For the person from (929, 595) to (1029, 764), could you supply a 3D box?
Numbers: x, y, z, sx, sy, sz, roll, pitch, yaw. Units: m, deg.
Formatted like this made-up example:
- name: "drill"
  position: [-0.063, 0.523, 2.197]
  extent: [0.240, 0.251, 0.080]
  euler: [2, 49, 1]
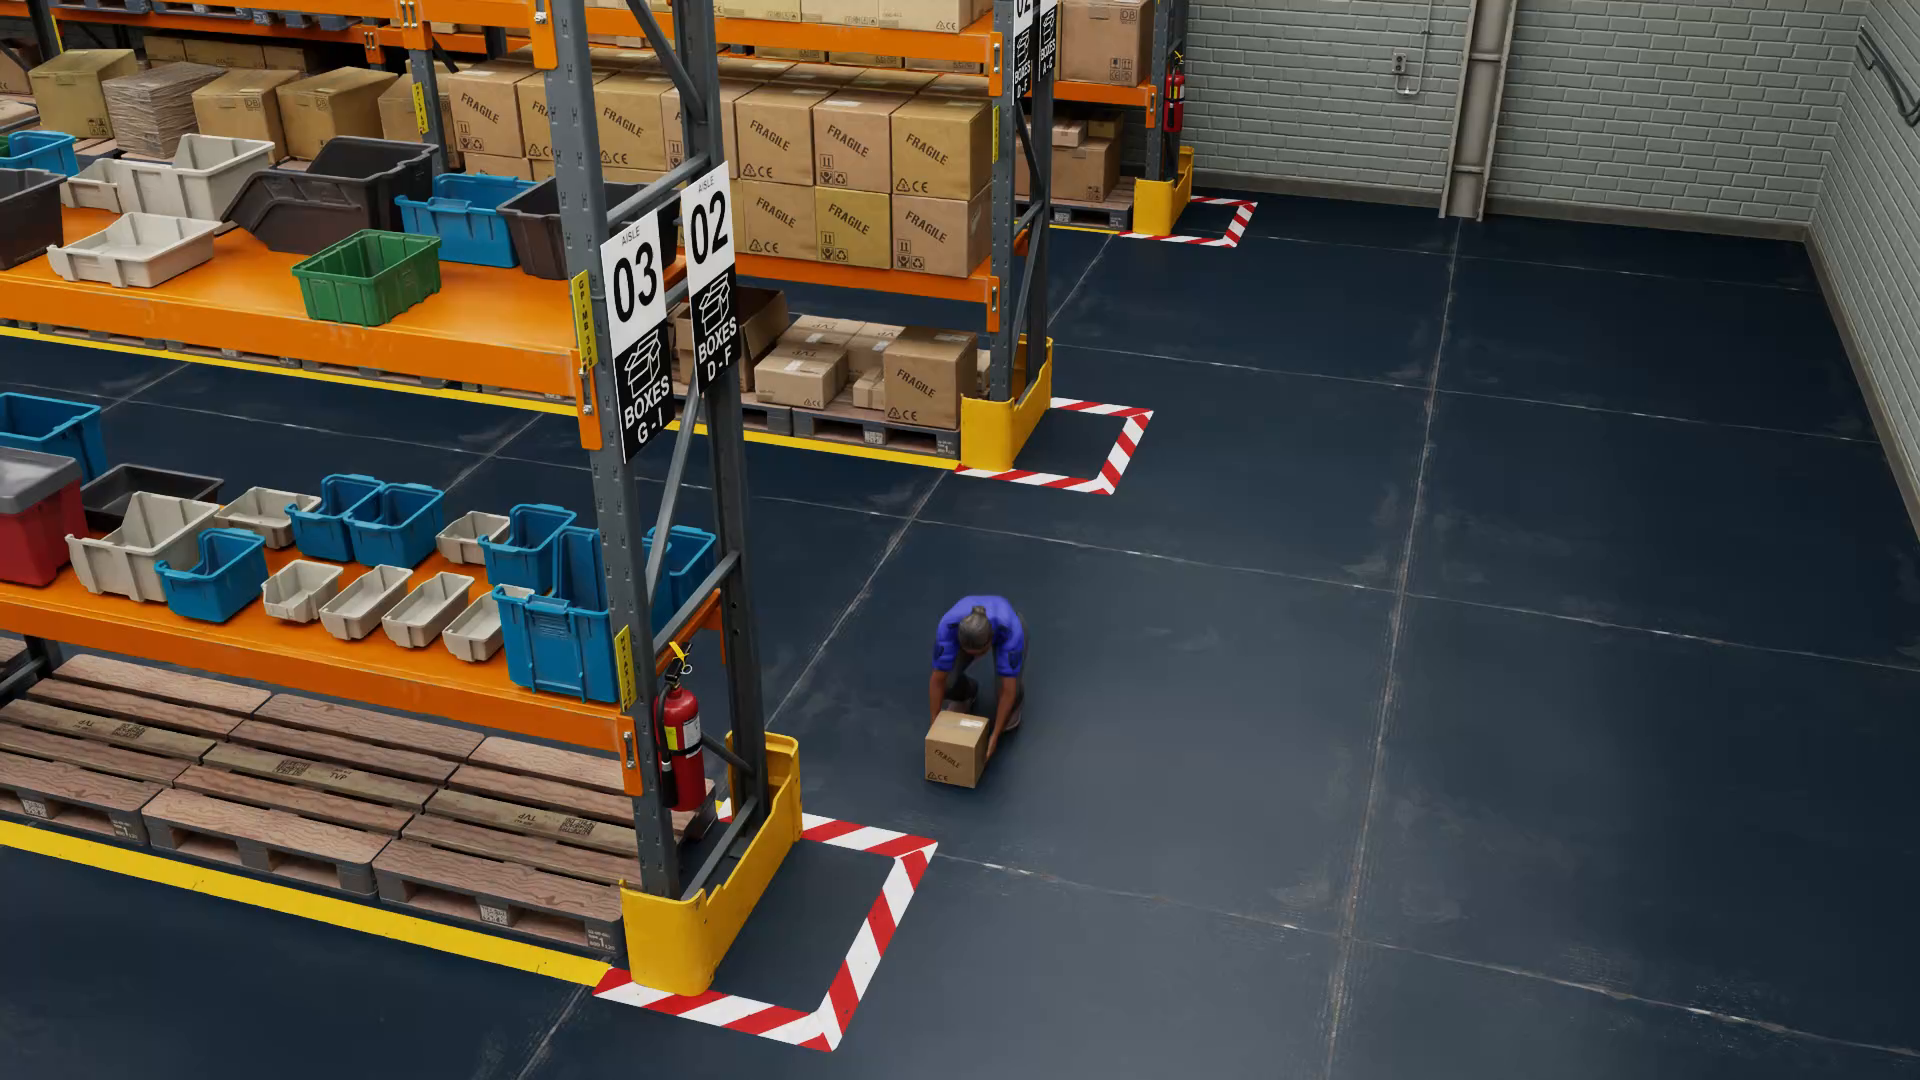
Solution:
- name: "person"
  position: [0.107, 0.592, 8.276]
  extent: [0.480, 0.860, 0.821]
  euler: [9, 31, 15]
